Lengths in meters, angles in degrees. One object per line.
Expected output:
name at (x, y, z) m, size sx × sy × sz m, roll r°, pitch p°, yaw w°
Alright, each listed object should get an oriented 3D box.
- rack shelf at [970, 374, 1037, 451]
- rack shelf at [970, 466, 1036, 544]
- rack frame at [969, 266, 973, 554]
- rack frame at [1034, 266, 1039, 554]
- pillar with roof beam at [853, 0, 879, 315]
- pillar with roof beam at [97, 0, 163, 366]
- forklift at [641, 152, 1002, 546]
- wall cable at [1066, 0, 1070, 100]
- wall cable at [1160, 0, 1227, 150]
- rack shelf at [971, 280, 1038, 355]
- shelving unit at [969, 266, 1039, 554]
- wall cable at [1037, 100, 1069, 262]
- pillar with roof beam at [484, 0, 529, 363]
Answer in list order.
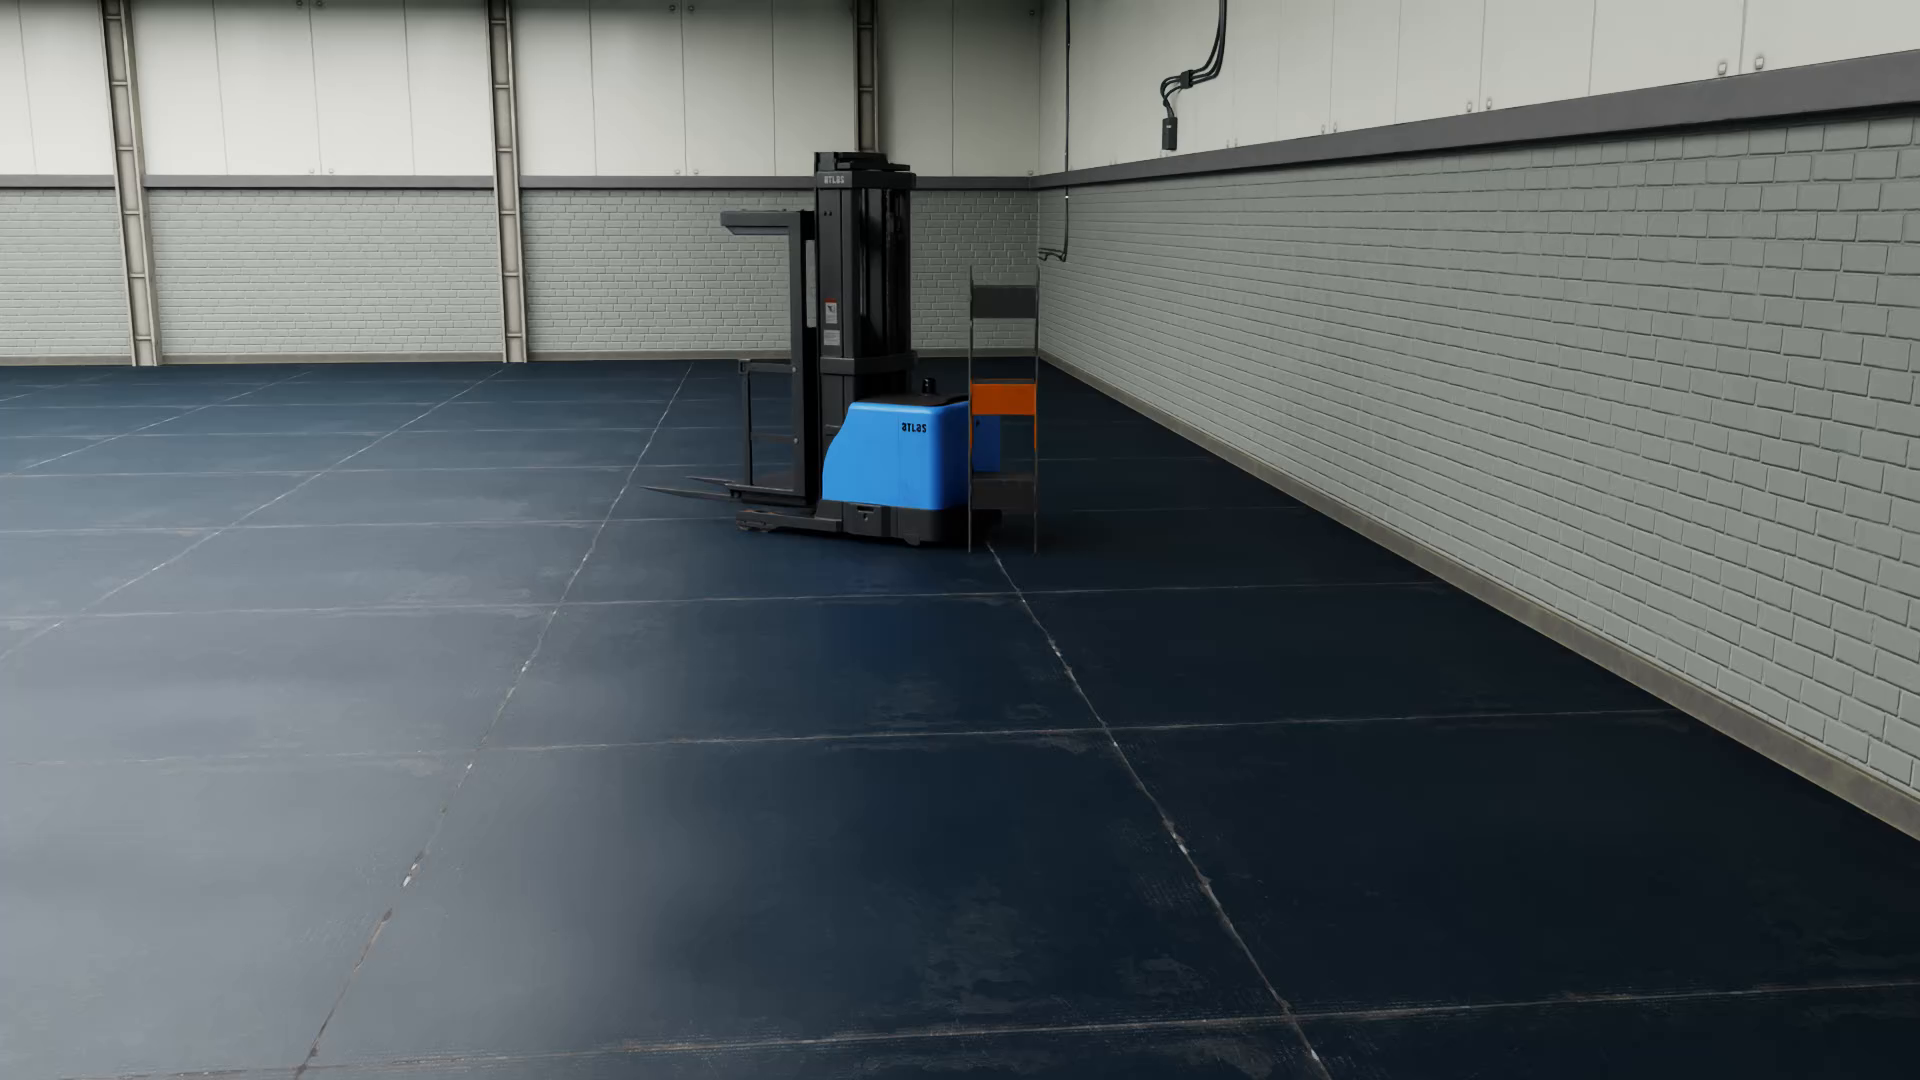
rack shelf at (0.323, -0.950, 12.326) m, size 0.480 × 0.518 × 0.431 m, roll 0°, pitch 11°, yaw 2°
rack shelf at (0.323, -0.263, 12.461) m, size 0.480 × 0.518 × 0.431 m, roll 0°, pitch 11°, yaw 2°
rack frame at (0.079, -0.964, 12.331) m, size 0.015 × 2.100 × 0.400 m, roll 0°, pitch 11°, yaw 2°
rack frame at (0.567, -0.962, 12.316) m, size 0.015 × 2.100 × 0.400 m, roll 0°, pitch 11°, yaw 2°
pillar with roof beam at (-1.124, -6.753, 23.890) m, size 0.400 × 9.000 × 9.100 m, roll -1°, pitch 11°, yaw -6°
pillar with roof beam at (-13.054, -6.503, 22.619) m, size 0.400 × 9.000 × 9.100 m, roll -1°, pitch 11°, yaw -6°
forklift at (-1.205, -1.578, 13.295) m, size 3.031 × 2.935 × 1.130 m, roll 6°, pitch 13°, yaw 29°
wall cable at (1.774, -7.822, 24.285) m, size 0.112 × 2.526 × 3.097 m, roll -1°, pitch 11°, yaw -6°
wall cable at (2.492, -7.234, 17.521) m, size 0.169 × 6.003 × 2.305 m, roll -1°, pitch 11°, yaw -6°
rack shelf at (0.323, -1.636, 12.191) m, size 0.480 × 0.518 × 0.431 m, roll 0°, pitch 11°, yaw 2°
shelving unit at (0.323, -0.963, 12.323) m, size 0.503 × 2.100 × 0.431 m, roll 0°, pitch 11°, yaw 2°
wall cable at (1.482, -5.863, 27.411) m, size 0.112 × 2.526 × 3.097 m, roll -1°, pitch 11°, yaw -6°
pillar with roof beam at (-7.089, -6.628, 23.254) m, size 0.400 × 9.000 × 9.100 m, roll -1°, pitch 11°, yaw -6°
